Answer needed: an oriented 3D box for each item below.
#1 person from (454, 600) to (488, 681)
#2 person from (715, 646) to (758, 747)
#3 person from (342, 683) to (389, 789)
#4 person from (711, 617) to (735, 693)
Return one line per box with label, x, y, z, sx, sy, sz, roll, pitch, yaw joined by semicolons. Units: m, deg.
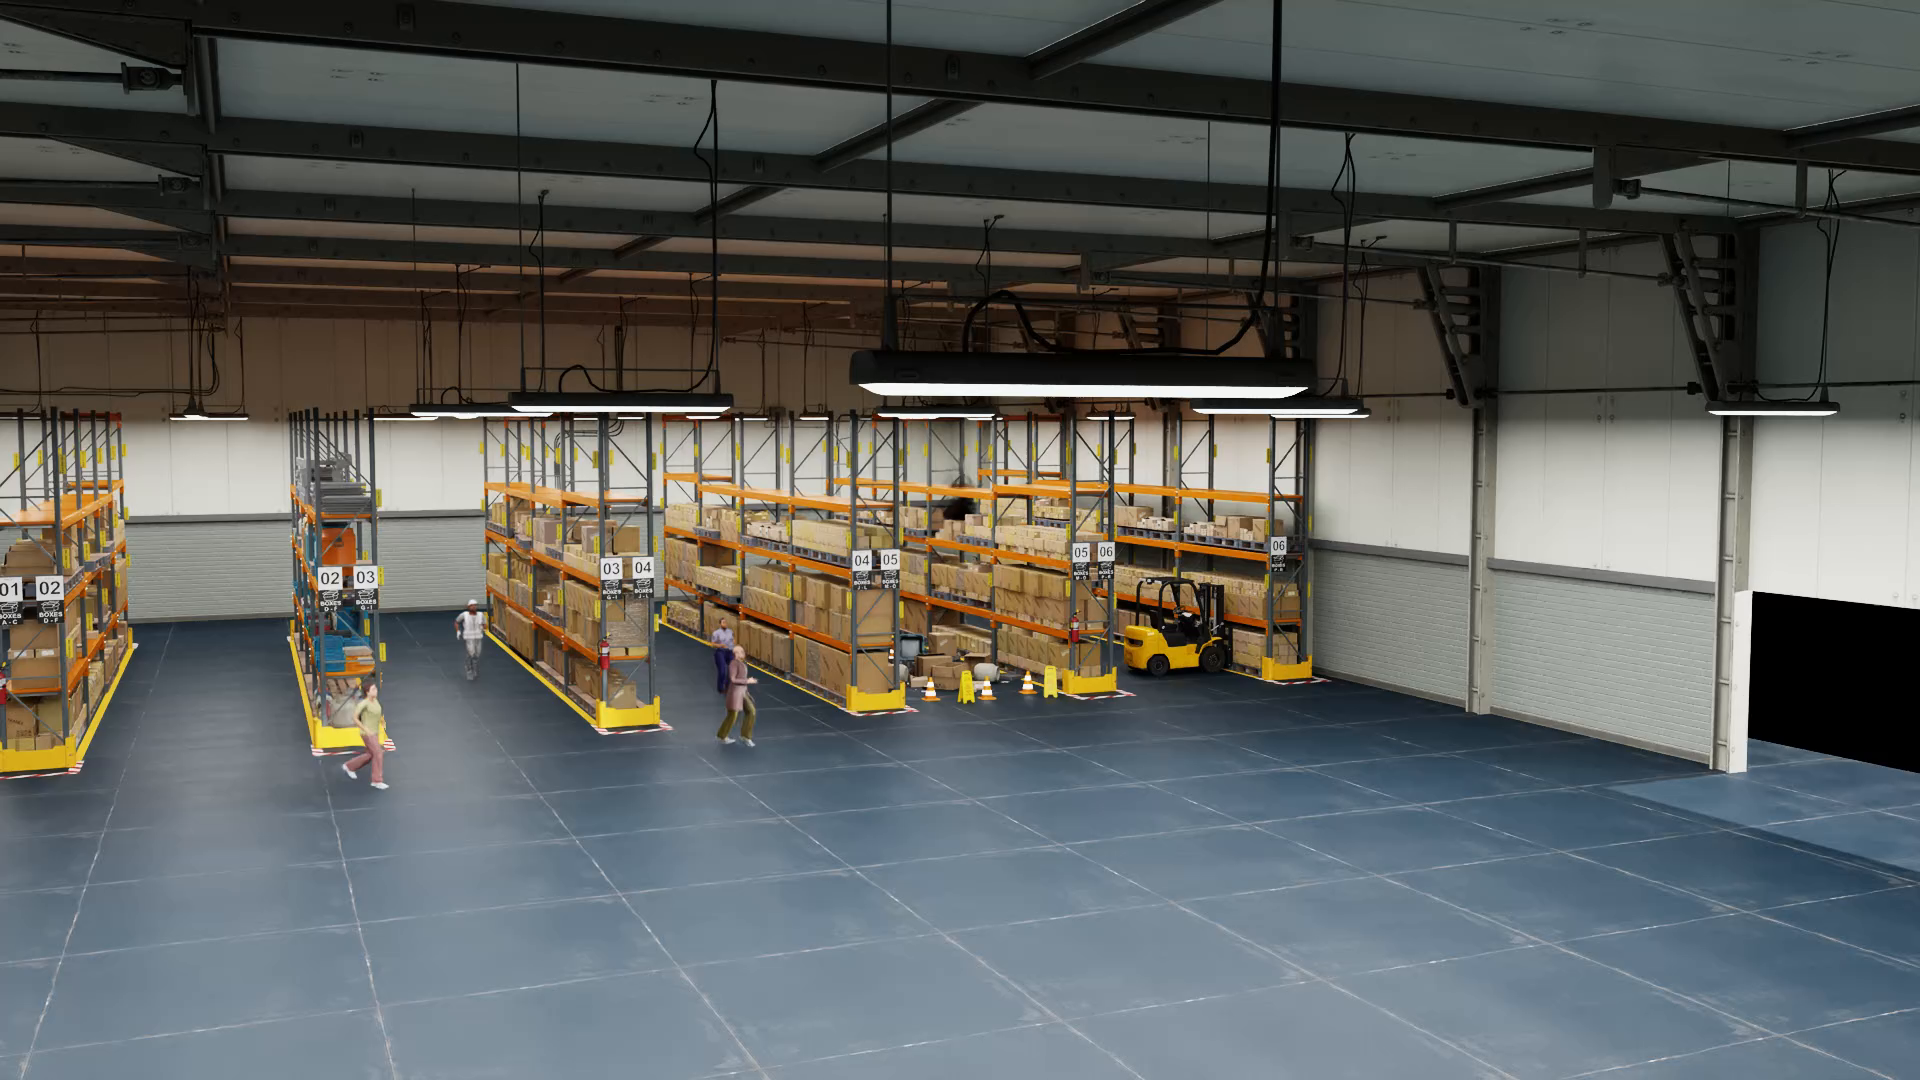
person;-10.876;2.235;37.150;0.654;1.805;0.725;-3;5;-35
person;-3.945;2.793;29.416;0.843;1.852;0.690;1;4;15
person;-9.363;3.065;26.165;0.784;1.675;0.577;1;4;8
person;-4.945;2.450;35.149;0.591;1.618;0.576;-3;5;-33
